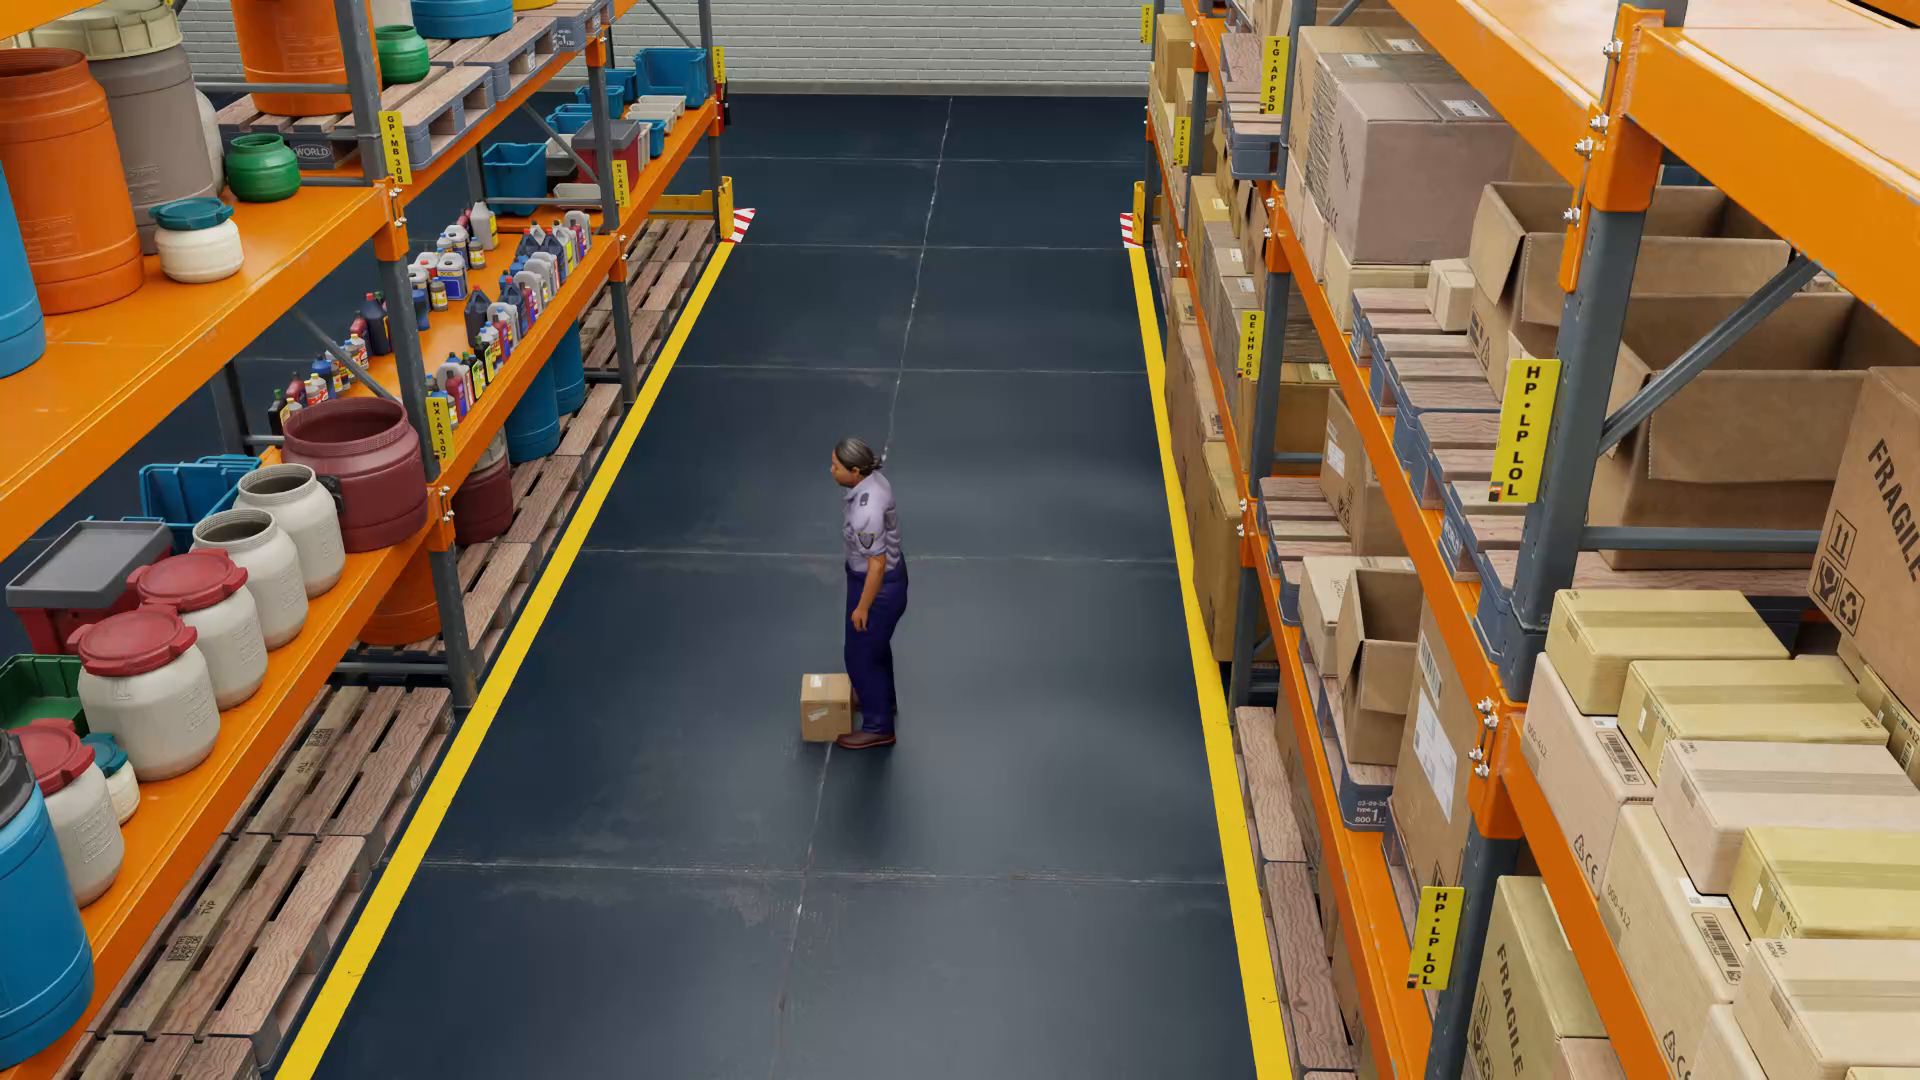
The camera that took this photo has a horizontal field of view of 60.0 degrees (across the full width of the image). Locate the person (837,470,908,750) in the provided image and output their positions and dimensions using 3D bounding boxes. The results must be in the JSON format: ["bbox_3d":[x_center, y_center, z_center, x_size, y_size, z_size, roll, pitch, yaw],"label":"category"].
[{"bbox_3d":[-0.458,0.312,8.233,0.337,1.476,0.533,0,28,0],"label":"person"}]
